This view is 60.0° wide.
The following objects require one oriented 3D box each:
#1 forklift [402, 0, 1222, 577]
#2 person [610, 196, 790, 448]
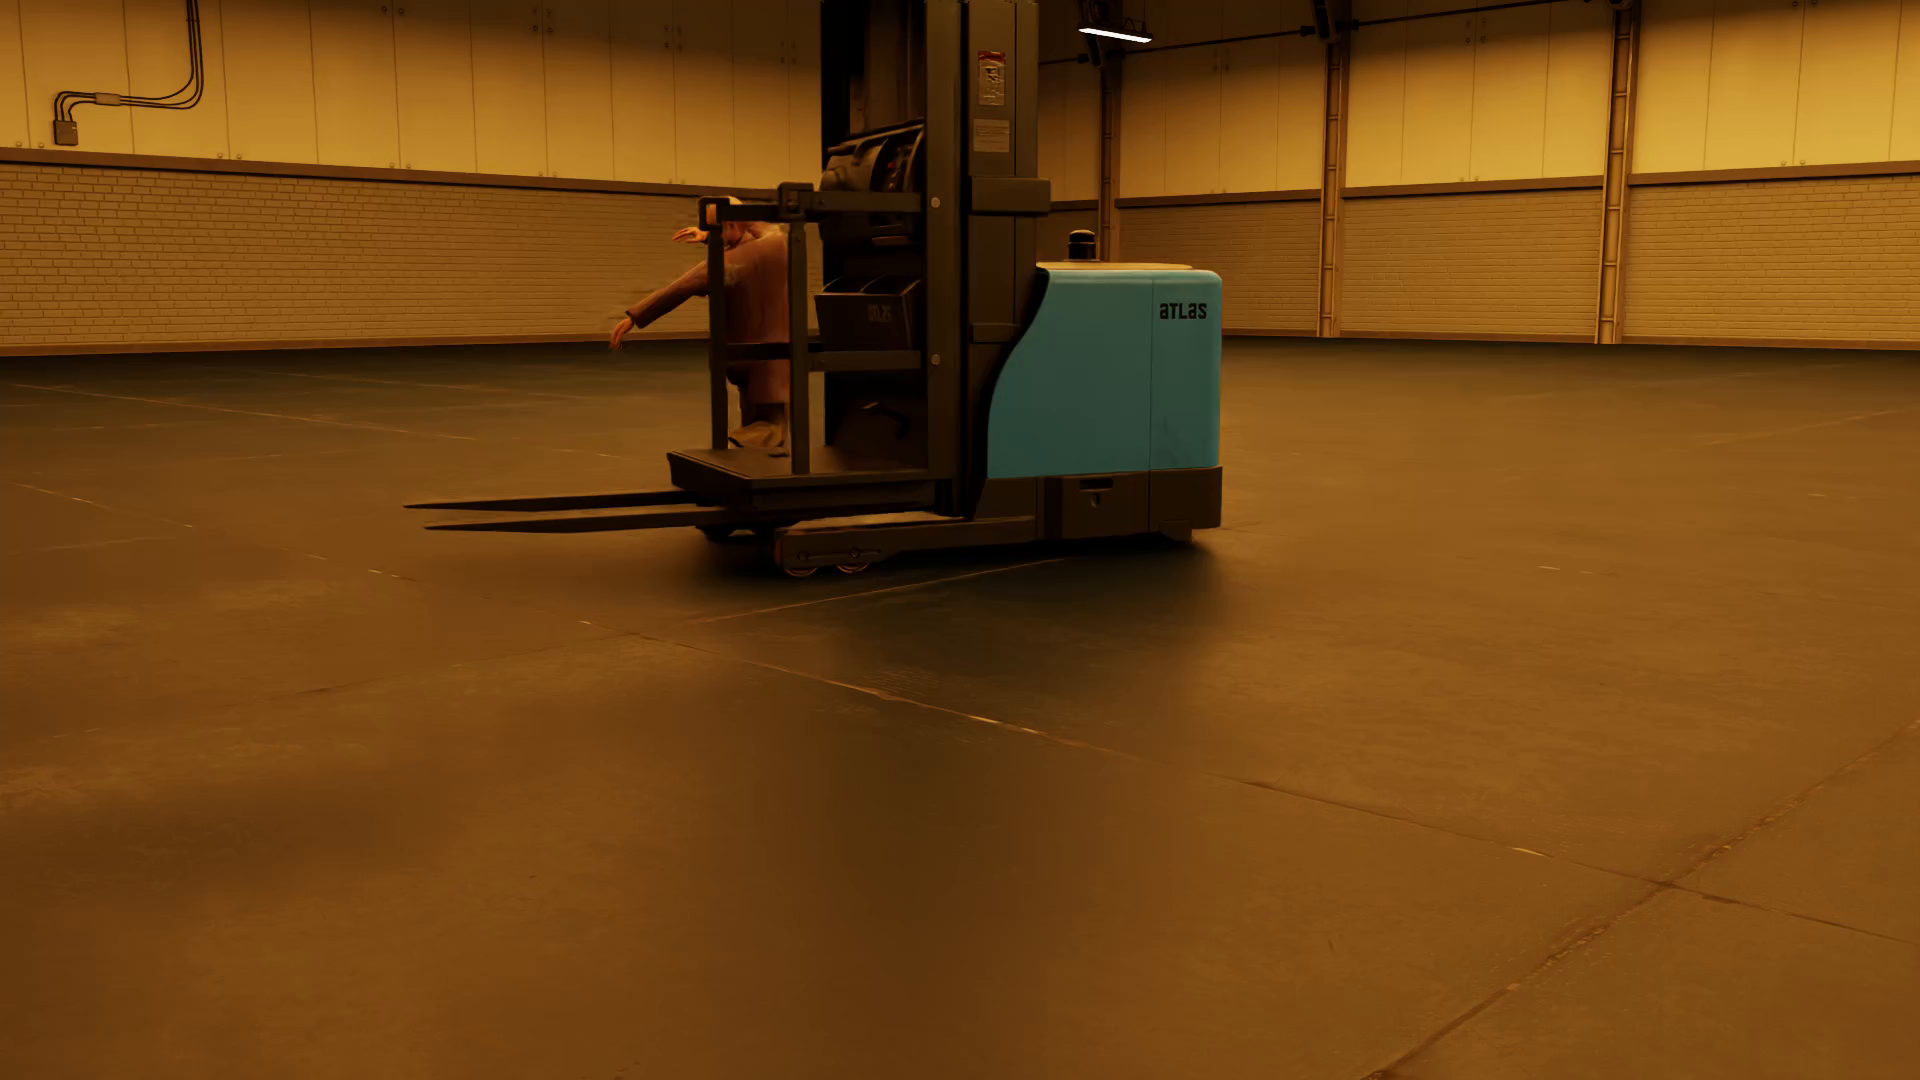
[{"bbox_3d":[-0.524,-1.407,6.221,3.031,2.935,1.130,-4,9,-24],"label":"forklift"},{"bbox_3d":[-1.320,-1.042,8.720,0.963,1.473,1.046,-1,9,-8],"label":"person"}]
